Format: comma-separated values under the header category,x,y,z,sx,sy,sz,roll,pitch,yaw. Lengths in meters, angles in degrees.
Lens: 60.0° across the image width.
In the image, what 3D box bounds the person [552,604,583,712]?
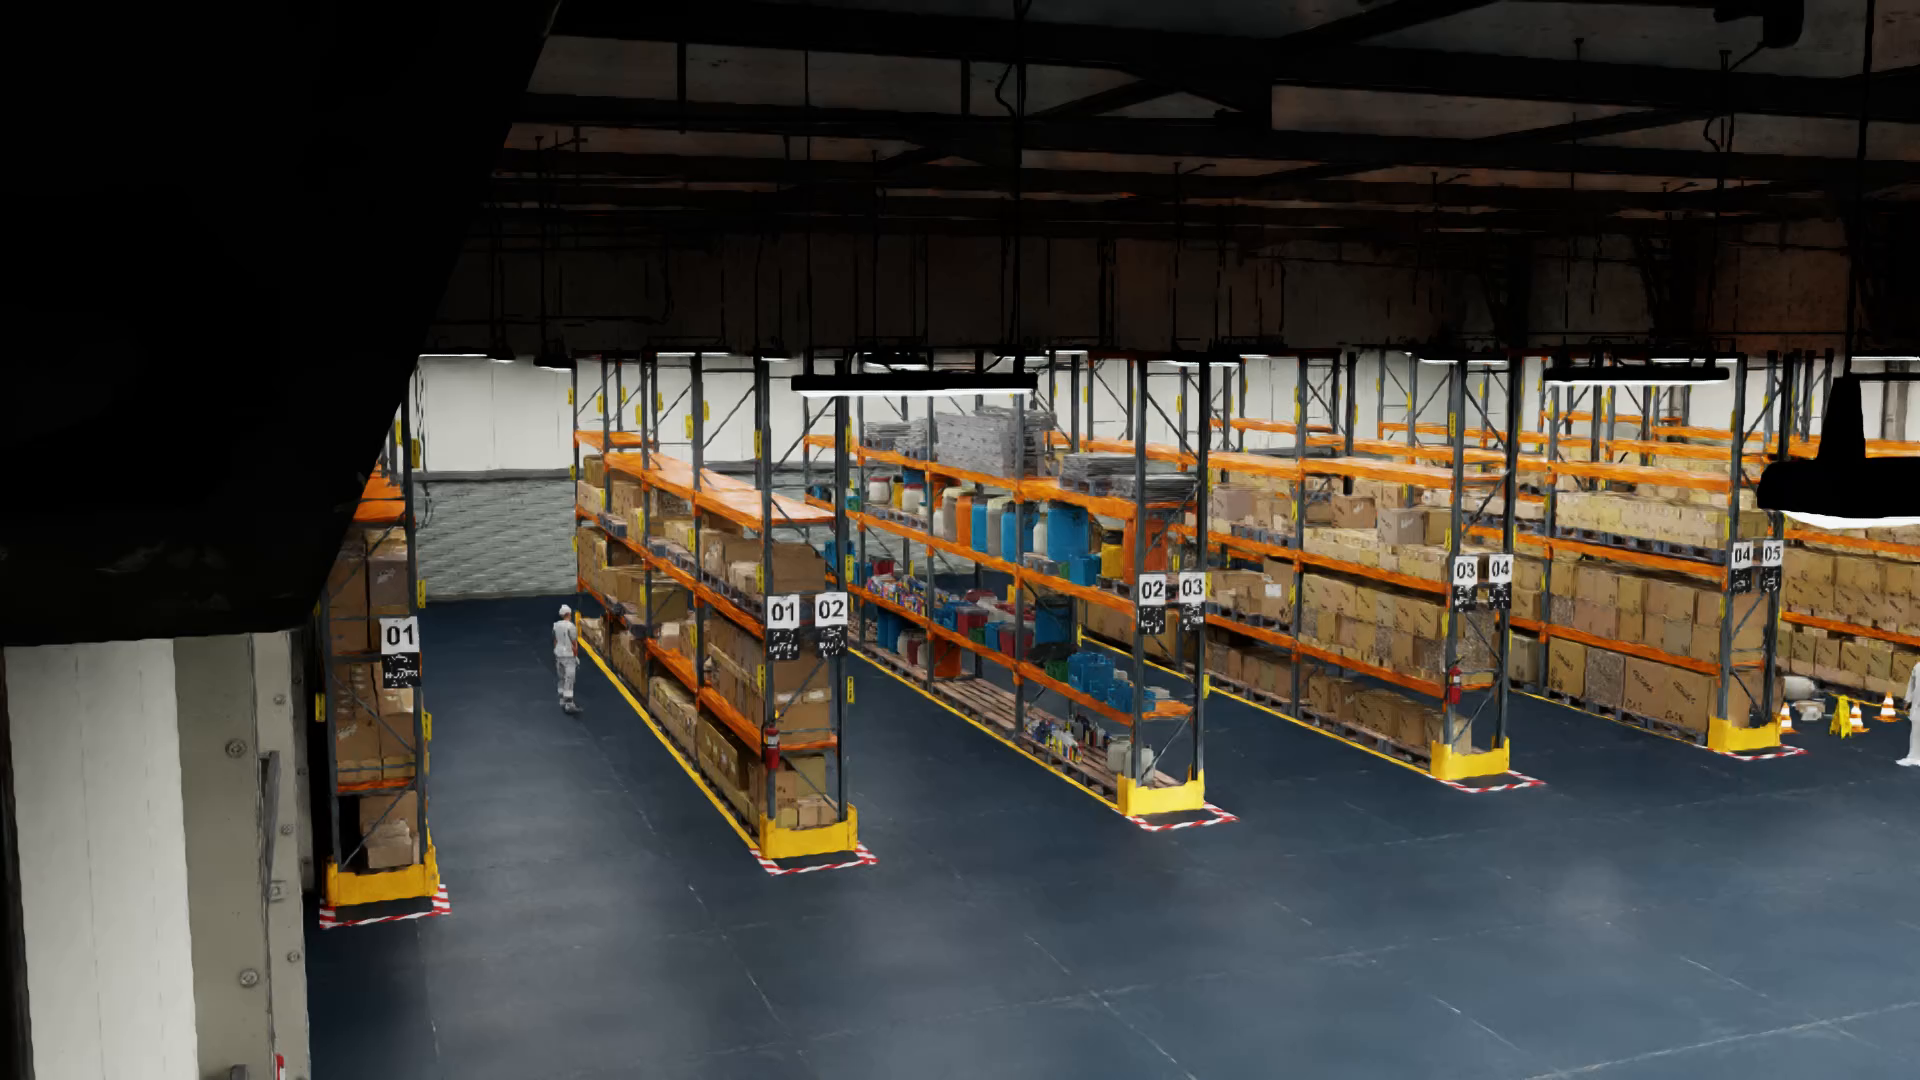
category,x,y,z,sx,sy,sz,roll,pitch,yaw
person,-6.566,1.962,27.907,0.606,1.792,0.442,6,9,38

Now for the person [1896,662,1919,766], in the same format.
category,x,y,z,sx,sy,sz,roll,pitch,yaw
person,14.186,2.433,24.322,0.589,1.777,0.709,-6,9,-39

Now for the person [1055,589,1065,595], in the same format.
category,x,y,z,sx,sy,sz,roll,pitch,yaw
person,1.842,1.627,31.523,0.625,1.611,0.575,-3,8,-22
